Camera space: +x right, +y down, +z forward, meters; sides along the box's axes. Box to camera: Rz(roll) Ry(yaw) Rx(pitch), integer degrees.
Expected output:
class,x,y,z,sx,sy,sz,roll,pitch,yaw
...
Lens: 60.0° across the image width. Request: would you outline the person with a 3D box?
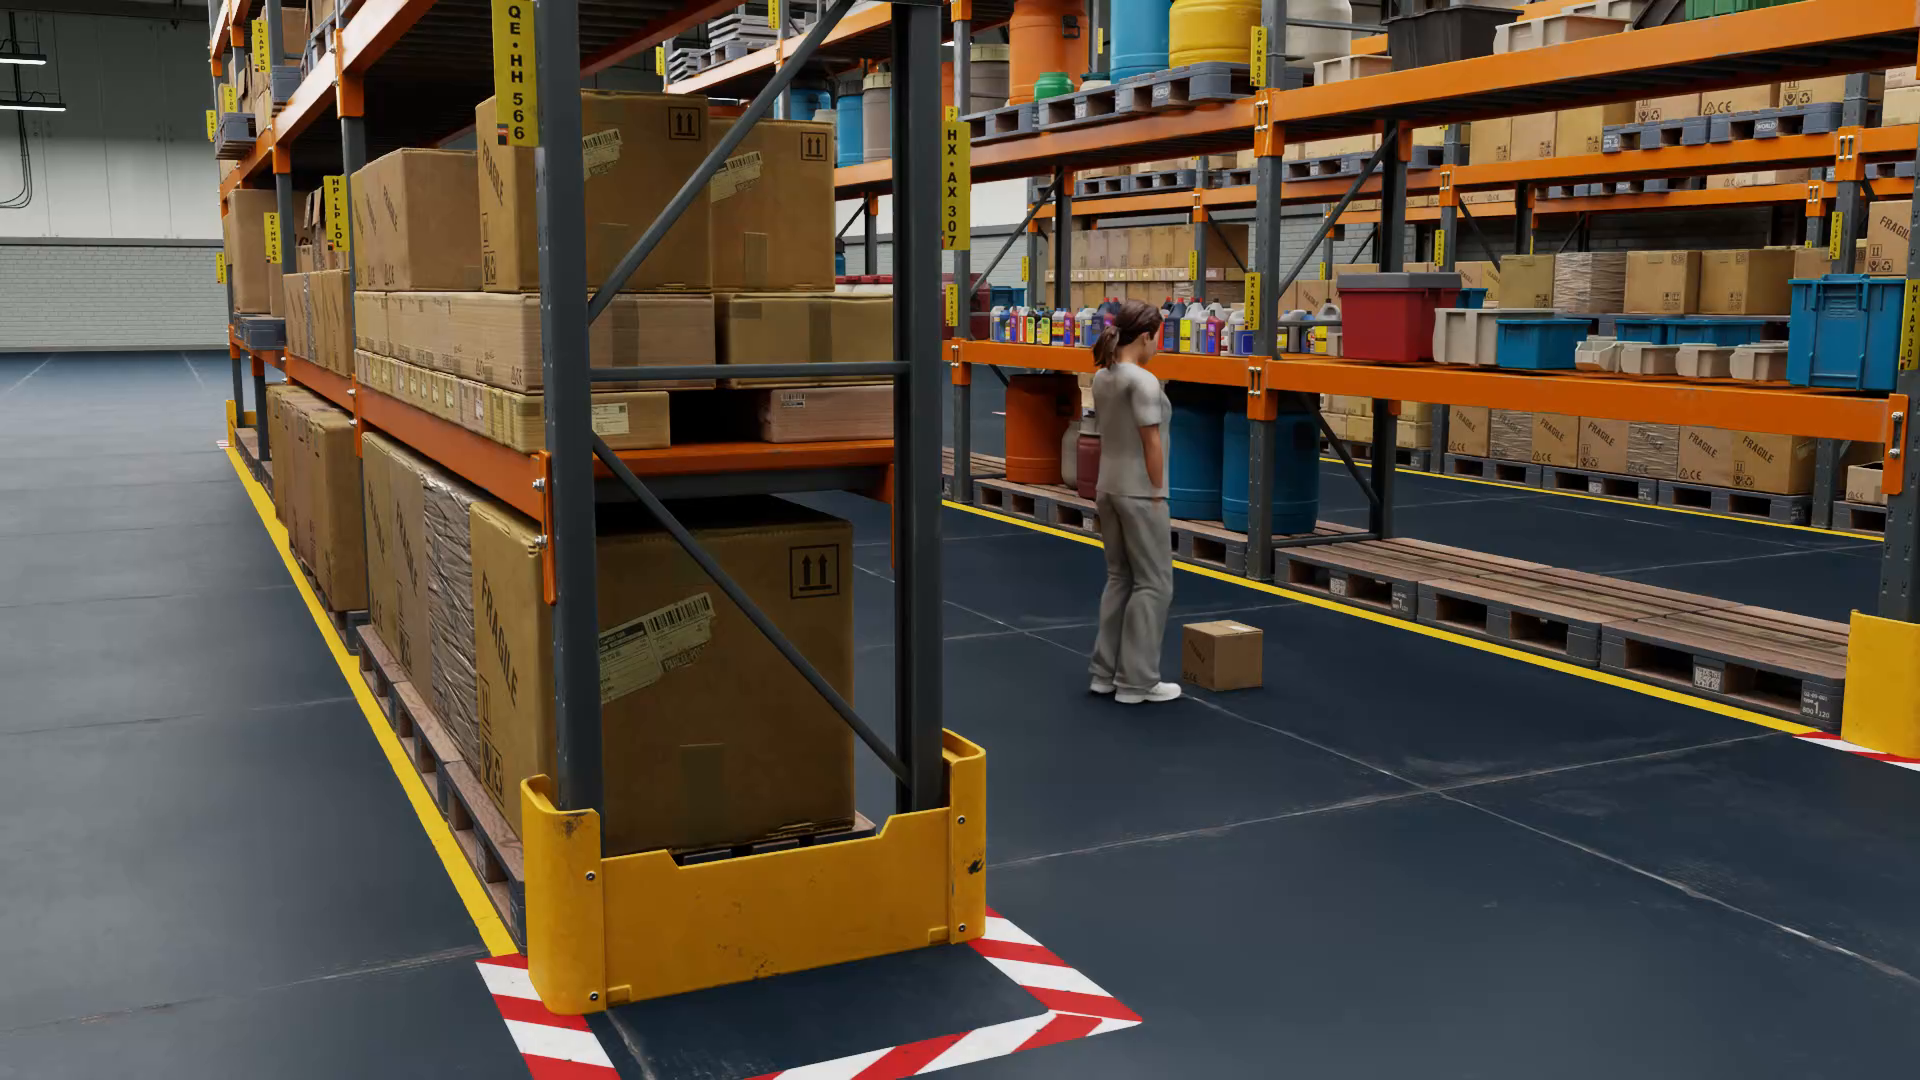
class,x,y,z,sx,sy,sz,roll,pitch,yaw
person,0.742,-0.117,7.001,0.467,1.573,0.475,-4,9,-25
